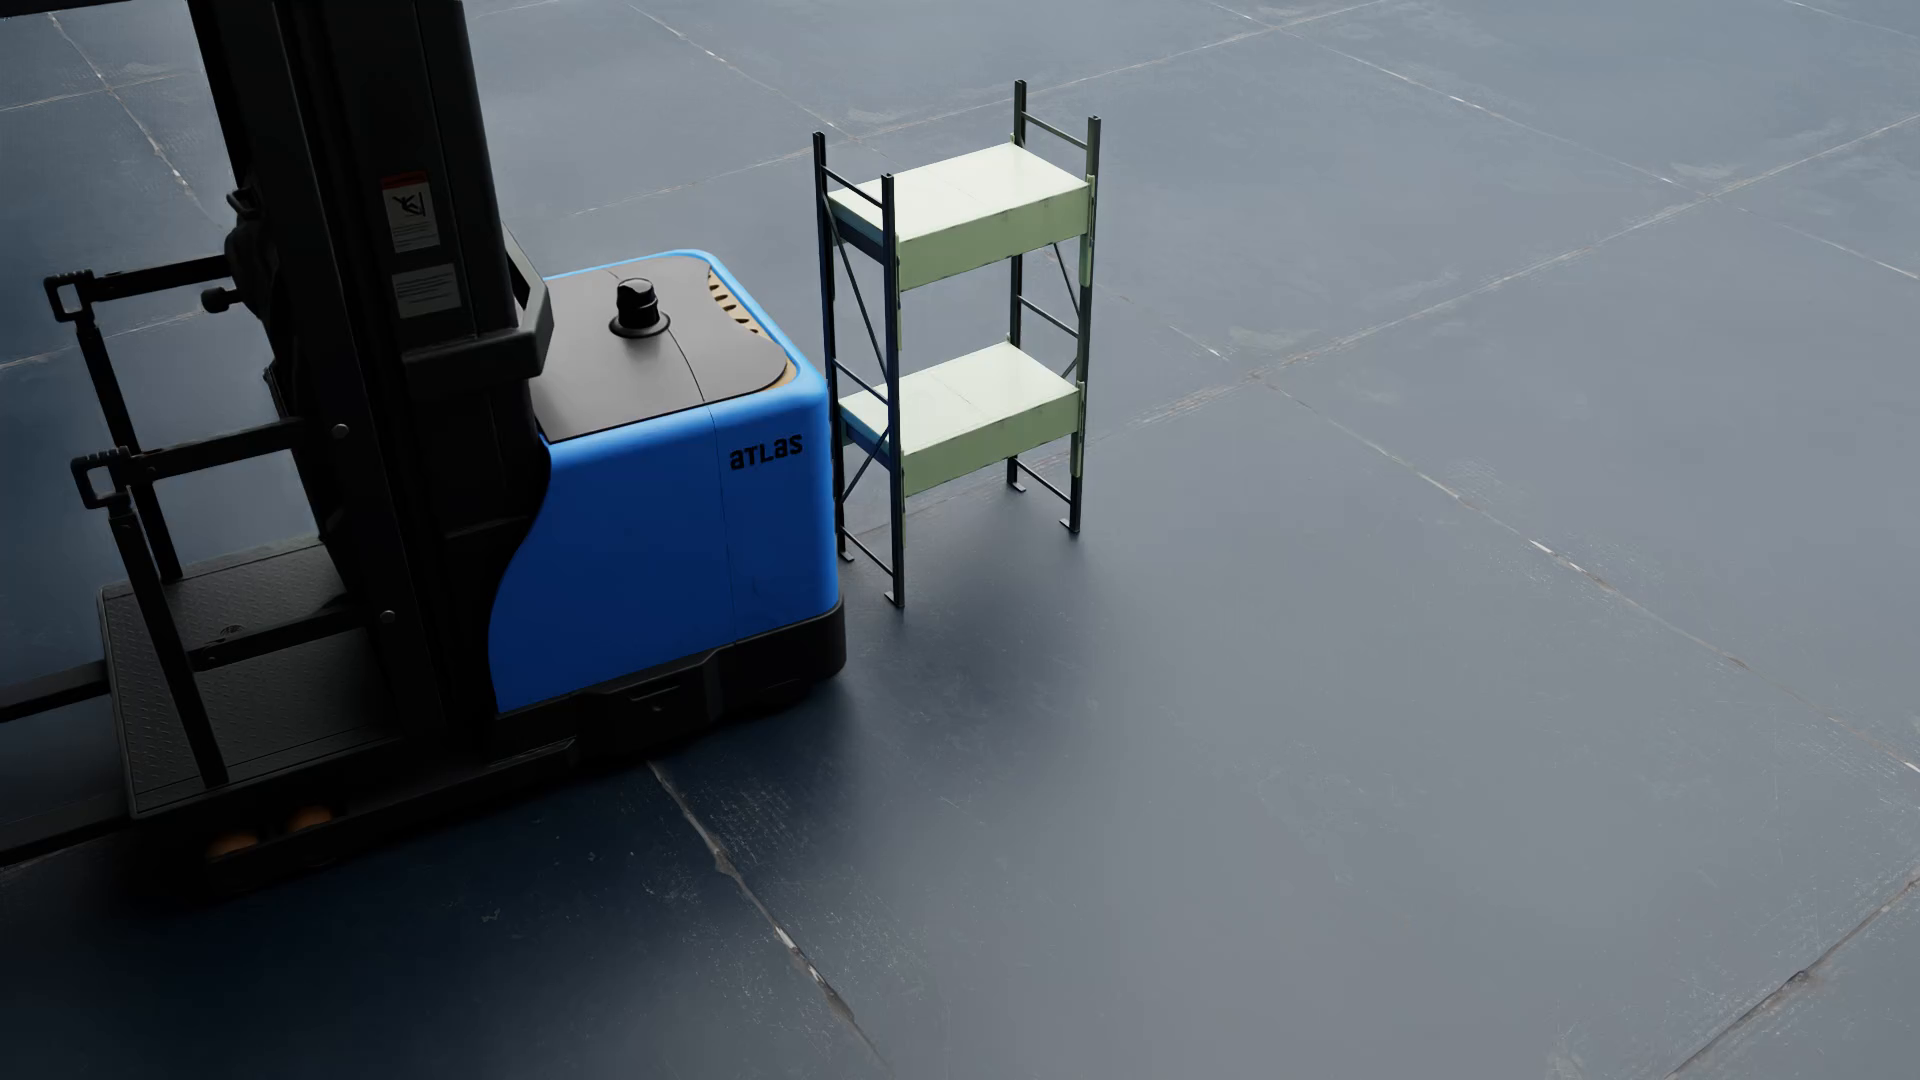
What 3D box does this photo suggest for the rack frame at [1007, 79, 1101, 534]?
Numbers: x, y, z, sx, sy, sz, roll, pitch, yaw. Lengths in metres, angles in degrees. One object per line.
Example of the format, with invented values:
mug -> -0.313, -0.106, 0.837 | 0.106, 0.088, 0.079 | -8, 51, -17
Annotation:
rack frame -> 0.294, -0.730, 5.480 | 0.023, 1.500, 0.400 | -22, 41, -28

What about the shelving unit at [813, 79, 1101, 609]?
shelving unit -> -0.005, -0.607, 5.309 | 0.755, 1.500, 0.431 | -22, 41, -28

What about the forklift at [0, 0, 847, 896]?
forklift -> -1.899, -0.604, 4.080 | 3.031, 2.935, 1.130 | -17, 39, -22

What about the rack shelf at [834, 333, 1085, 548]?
rack shelf -> -0.005, -0.342, 5.499 | 0.720, 0.370, 0.431 | -22, 41, -28

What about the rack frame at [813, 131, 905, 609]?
rack frame -> -0.305, -0.484, 5.138 | 0.023, 1.500, 0.400 | -22, 41, -28

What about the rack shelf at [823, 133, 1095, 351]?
rack shelf -> -0.005, -0.923, 5.081 | 0.720, 0.370, 0.431 | -22, 41, -28
